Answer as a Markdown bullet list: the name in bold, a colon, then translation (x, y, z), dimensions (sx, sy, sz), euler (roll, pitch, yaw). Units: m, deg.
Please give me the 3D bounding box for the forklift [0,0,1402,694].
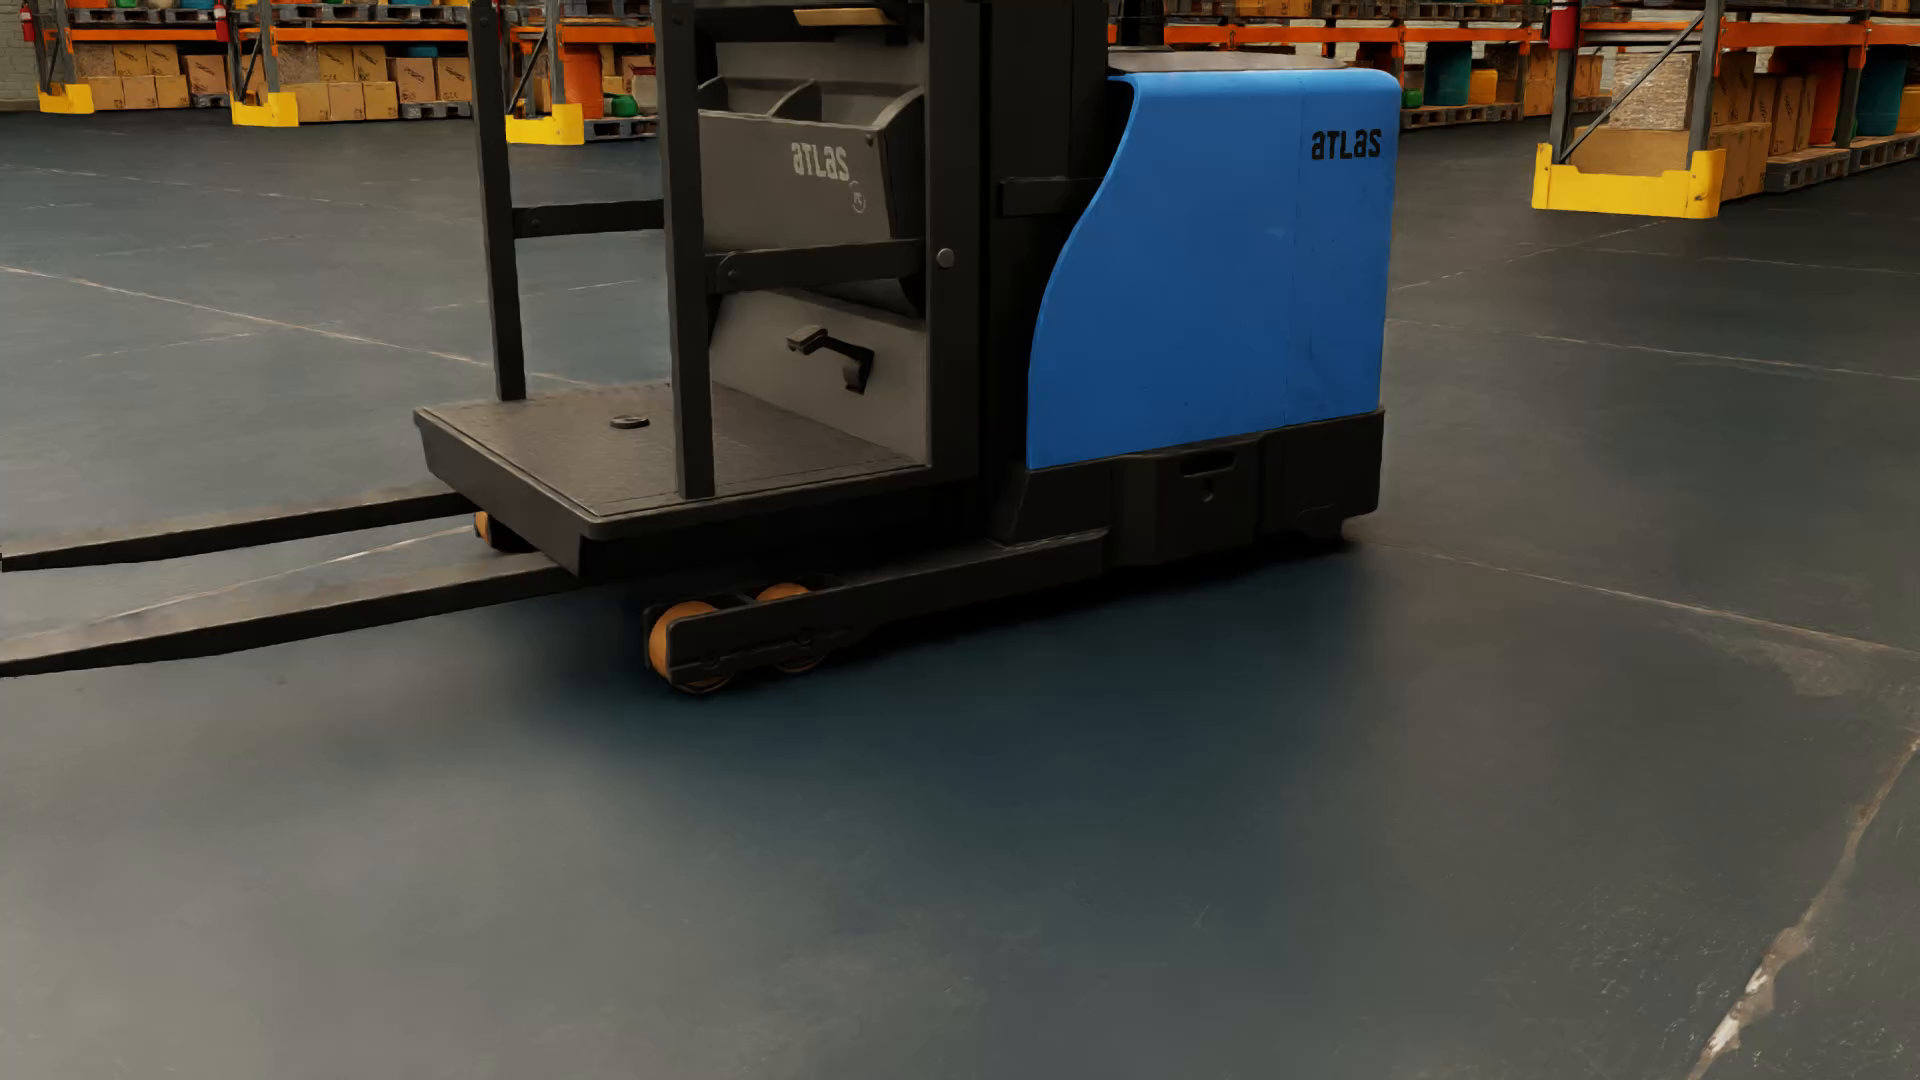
- **forklift**: translation (-0.518, -1.297, 3.169), dimensions (3.031, 2.935, 1.130), euler (-11, 20, -32)
